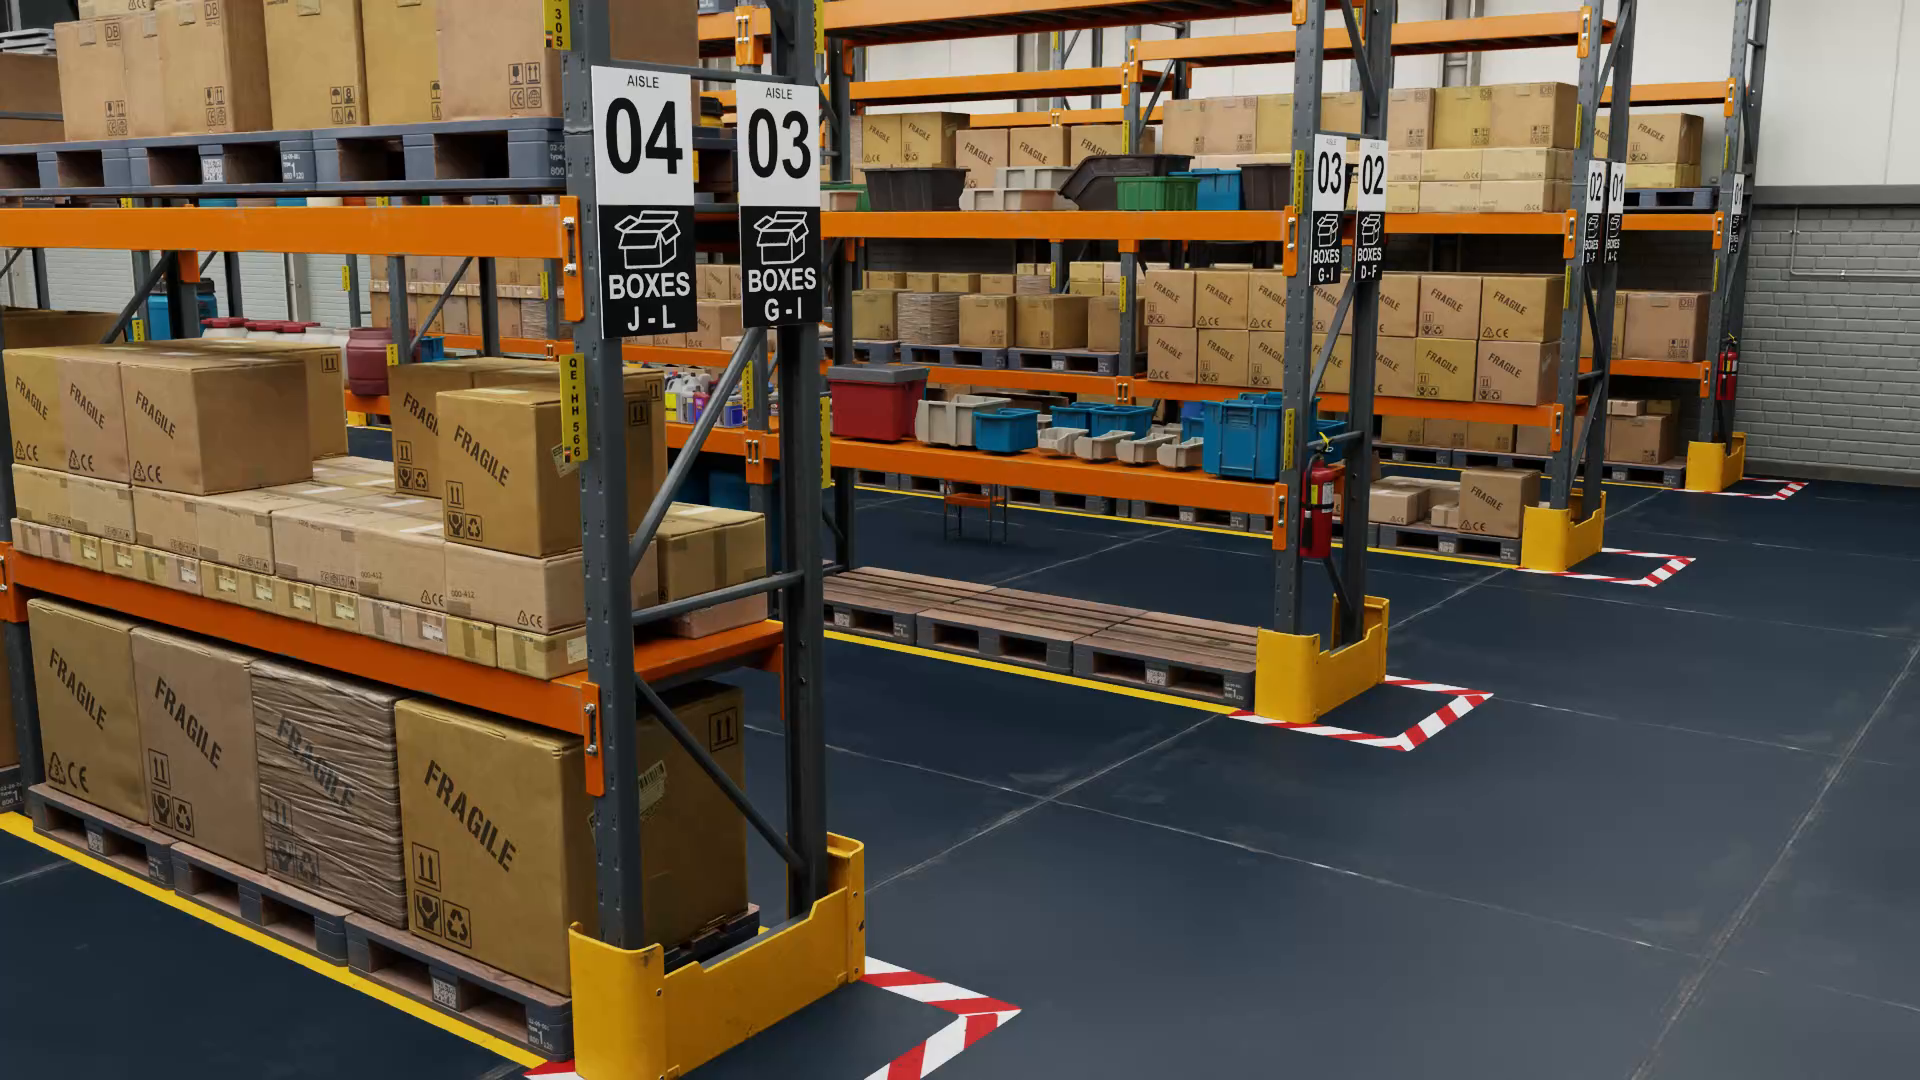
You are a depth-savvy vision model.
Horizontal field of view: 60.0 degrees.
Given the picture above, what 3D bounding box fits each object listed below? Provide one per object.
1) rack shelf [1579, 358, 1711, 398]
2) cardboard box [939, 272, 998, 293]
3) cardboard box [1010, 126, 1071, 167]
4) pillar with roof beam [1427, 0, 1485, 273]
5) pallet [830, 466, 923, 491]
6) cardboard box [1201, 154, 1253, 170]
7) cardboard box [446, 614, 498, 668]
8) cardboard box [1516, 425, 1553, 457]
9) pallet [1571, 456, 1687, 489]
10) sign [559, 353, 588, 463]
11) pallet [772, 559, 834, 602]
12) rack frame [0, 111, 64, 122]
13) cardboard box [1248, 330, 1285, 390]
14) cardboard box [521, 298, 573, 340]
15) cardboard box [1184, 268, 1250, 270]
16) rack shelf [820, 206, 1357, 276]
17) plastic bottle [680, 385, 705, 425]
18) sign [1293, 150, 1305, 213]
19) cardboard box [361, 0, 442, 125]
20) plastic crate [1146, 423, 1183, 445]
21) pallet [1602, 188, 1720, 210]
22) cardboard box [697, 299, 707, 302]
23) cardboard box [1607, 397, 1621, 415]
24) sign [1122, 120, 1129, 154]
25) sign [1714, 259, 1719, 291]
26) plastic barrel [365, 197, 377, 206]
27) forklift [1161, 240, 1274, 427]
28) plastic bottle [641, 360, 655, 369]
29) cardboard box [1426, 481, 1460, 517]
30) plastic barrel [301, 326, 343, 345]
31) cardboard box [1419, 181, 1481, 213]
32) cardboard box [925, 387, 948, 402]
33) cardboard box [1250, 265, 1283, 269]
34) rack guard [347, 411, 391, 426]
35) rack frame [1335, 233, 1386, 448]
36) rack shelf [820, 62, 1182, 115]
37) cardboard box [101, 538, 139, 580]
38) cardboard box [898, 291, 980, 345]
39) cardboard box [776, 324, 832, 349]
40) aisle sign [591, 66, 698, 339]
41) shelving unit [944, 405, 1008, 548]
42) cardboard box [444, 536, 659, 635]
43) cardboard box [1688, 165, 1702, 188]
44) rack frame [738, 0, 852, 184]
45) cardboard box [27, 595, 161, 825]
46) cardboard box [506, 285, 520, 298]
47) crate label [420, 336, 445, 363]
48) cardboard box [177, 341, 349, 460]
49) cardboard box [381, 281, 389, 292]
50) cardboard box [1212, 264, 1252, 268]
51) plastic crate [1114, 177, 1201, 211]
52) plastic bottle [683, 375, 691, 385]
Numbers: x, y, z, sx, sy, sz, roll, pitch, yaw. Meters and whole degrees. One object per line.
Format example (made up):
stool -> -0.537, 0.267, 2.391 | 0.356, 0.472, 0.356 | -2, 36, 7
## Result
rack shelf -> 6.353, -1.942, 18.563 | 4.000, 0.370, 1.077 | 8, 13, 36
cardboard box -> 0.115, -3.423, 22.902 | 0.500, 0.500, 0.700 | 8, 13, 36
cardboard box -> 0.898, -3.678, 16.112 | 0.600, 0.600, 0.600 | 8, 13, 35
pillar with roof beam -> 3.269, -4.860, 15.958 | 0.400, 9.000, 9.100 | 8, 13, 36
pallet -> -0.832, -0.752, 17.860 | 1.213, 0.211, 1.003 | 8, 13, 36
cardboard box -> 2.461, -3.257, 14.648 | 0.500, 0.250, 0.500 | 8, 13, 36
cardboard box -> -1.523, 0.310, 5.693 | 0.250, 0.149, 0.380 | 8, 14, 36
cardboard box -> 6.533, -1.225, 18.440 | 0.500, 0.500, 0.700 | 7, 13, 34
pallet -> 7.275, -0.779, 18.000 | 1.213, 0.211, 1.003 | 8, 13, 36
sign -> -1.163, -0.398, 5.019 | 0.005, 0.325, 0.100 | 8, 13, 36
pallet -> -1.720, 0.273, 12.563 | 1.213, 0.211, 1.003 | 8, 13, 36
rack frame -> -4.054, -3.190, 7.328 | 0.127, 3.000, 1.000 | 8, 13, 36
cardboard box -> 2.878, -1.597, 14.626 | 0.500, 0.500, 0.500 | 8, 13, 35
cardboard box -> -4.997, -2.758, 20.627 | 0.500, 0.500, 0.700 | 8, 13, 34
cardboard box -> 2.373, -2.284, 15.541 | 0.500, 0.500, 0.500 | 8, 14, 36
rack shelf -> 0.489, -1.898, 10.438 | 4.000, 0.370, 1.077 | 8, 13, 36
plastic bottle -> -1.926, -0.978, 12.015 | 0.135, 0.276, 0.152 | 8, 13, 36
sign -> 1.789, -1.889, 8.773 | 0.005, 0.325, 0.100 | 8, 13, 36
cardboard box -> -1.663, -1.704, 5.912 | 0.500, 0.500, 0.700 | 7, 13, 33
plastic crate -> 1.341, -0.657, 10.562 | 0.298, 0.136, 0.250 | 8, 13, 36
pallet -> 7.361, -3.581, 17.479 | 1.213, 0.211, 1.003 | 8, 13, 36
cardboard box -> -3.891, -3.587, 25.517 | 0.500, 0.250, 0.500 | 8, 13, 35
cardboard box -> 6.924, -1.446, 17.874 | 0.250, 0.149, 0.380 | 8, 14, 37
sign -> 1.487, -3.595, 14.922 | 0.005, 0.325, 0.100 | 8, 13, 36
sign -> 7.633, -2.673, 16.779 | 0.005, 0.325, 0.100 | 8, 13, 36
plastic barrel -> -4.880, -3.297, 14.458 | 0.600, 0.901, 0.600 | 0, 11, 0
forklift -> 2.860, -2.280, 18.598 | 1.130, 2.935, 3.031 | -1, 11, -7
plastic bottle -> -2.487, -1.260, 13.274 | 0.185, 0.351, 0.144 | 8, 13, 36
cardboard box -> 4.363, -0.338, 14.461 | 0.500, 0.250, 0.500 | 8, 13, 36
plastic barrel -> -5.642, -1.638, 14.805 | 0.421, 0.512, 0.421 | 0, 11, 0
cardboard box -> 4.070, -2.786, 13.529 | 0.500, 0.250, 0.500 | 8, 13, 36
cardboard box -> -0.471, -1.493, 17.797 | 0.500, 0.250, 0.500 | 9, 14, 38
cardboard box -> 3.807, -3.165, 19.920 | 0.500, 0.250, 0.500 | 8, 14, 37
rack guard -> -7.879, -1.886, 22.960 | 0.348, 0.500, 1.175 | 8, 13, 36
rack frame -> 4.741, -2.520, 19.657 | 0.127, 3.000, 1.000 | 8, 13, 36
rack shelf -> 0.200, -4.382, 16.434 | 4.000, 0.370, 1.077 | 8, 13, 36
cardboard box -> -3.376, 0.051, 7.030 | 0.250, 0.149, 0.380 | 7, 13, 34
cardboard box -> -0.213, -2.280, 17.051 | 0.700, 0.500, 0.500 | -10, 15, -42
cardboard box -> -1.679, -2.214, 18.314 | 0.500, 0.311, 0.500 | 9, 14, 39
aisle sign -> -0.950, -1.017, 5.047 | 0.004, 0.787, 0.394 | 8, 13, 36
shelving unit -> 0.133, -0.570, 14.320 | 0.503, 1.200, 0.258 | 8, 13, 36
cardboard box -> -1.378, 0.119, 5.631 | 0.500, 0.250, 0.500 | 8, 13, 35
cardboard box -> 7.522, -3.844, 17.631 | 0.500, 0.250, 0.500 | 9, 14, 38
rack frame -> -1.123, -3.948, 11.247 | 0.127, 3.000, 1.000 | 8, 13, 36
cardboard box -> -3.570, 0.679, 7.613 | 0.875, 0.875, 0.875 | 8, 13, 36
cardboard box -> -5.392, -3.083, 20.597 | 0.250, 0.149, 0.380 | 7, 13, 34
crate label -> -4.987, -1.623, 14.930 | 0.616, 0.435, 0.502 | 8, 13, 36
cardboard box -> -3.124, -0.618, 7.463 | 0.500, 0.500, 0.500 | 8, 14, 36
cardboard box -> -7.457, -3.371, 22.088 | 0.250, 0.149, 0.380 | 8, 13, 34
cardboard box -> 3.396, -3.223, 20.216 | 0.500, 0.250, 0.500 | 8, 14, 37
plastic crate -> 1.137, -1.989, 9.575 | 0.336, 0.188, 0.450 | 8, 13, 36
plastic bottle -> -2.107, -1.133, 12.817 | 0.135, 0.276, 0.152 | 8, 13, 36
